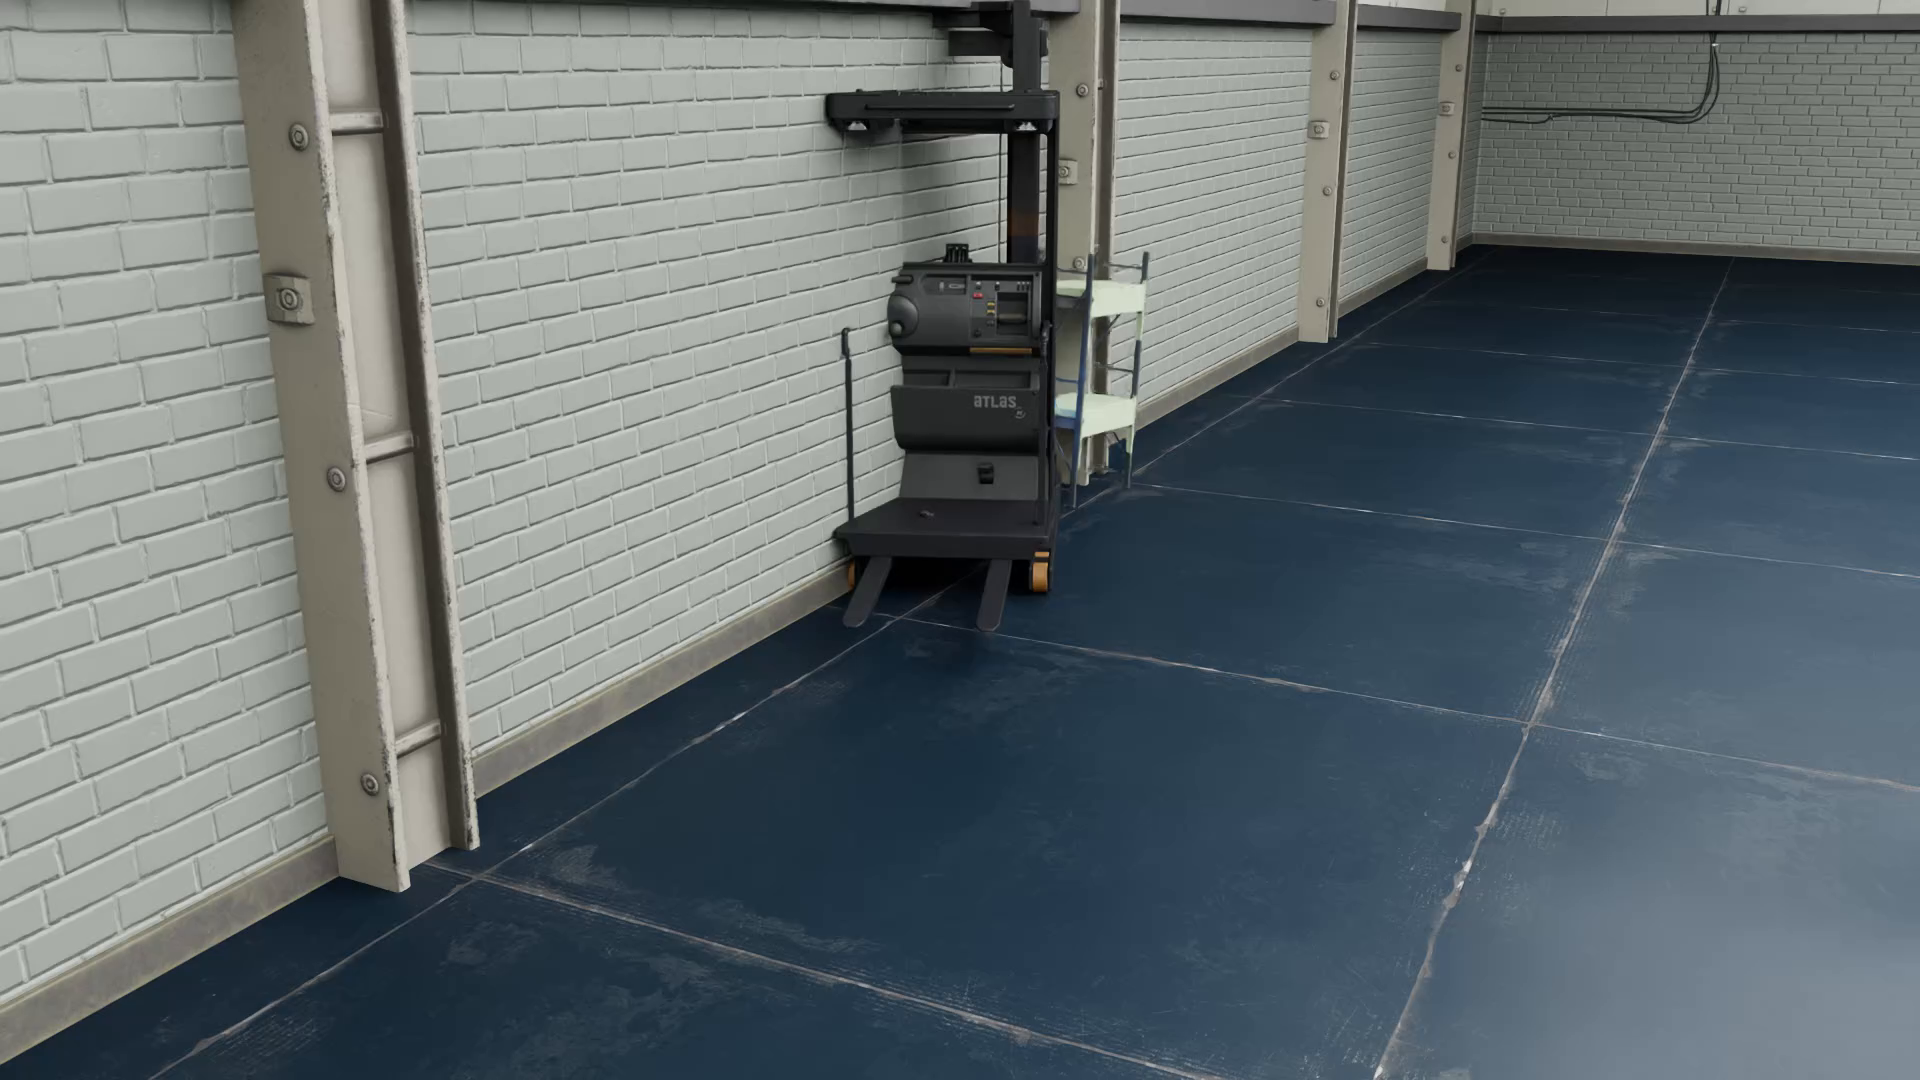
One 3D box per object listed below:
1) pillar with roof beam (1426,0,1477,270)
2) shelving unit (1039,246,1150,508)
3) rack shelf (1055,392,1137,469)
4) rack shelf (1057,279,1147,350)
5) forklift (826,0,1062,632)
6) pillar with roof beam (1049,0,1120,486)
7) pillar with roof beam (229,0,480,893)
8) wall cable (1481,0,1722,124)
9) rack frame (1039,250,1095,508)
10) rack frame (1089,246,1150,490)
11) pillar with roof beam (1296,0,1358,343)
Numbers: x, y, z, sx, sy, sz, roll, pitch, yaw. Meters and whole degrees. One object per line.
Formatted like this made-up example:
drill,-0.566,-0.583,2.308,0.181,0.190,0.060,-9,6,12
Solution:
pillar with roof beam,9.972,-7.242,18.101,9.100,9.000,0.400,8,18,25
shelving unit,0.757,-1.019,10.217,0.431,1.500,0.755,12,16,30
rack shelf,0.738,-0.703,10.296,0.431,0.370,0.720,12,16,30
rack shelf,0.781,-1.397,10.123,0.431,0.370,0.720,12,16,30
forklift,-0.054,-1.227,8.507,1.130,2.935,3.031,1,17,5
pillar with roof beam,4.610,-4.185,7.810,9.100,9.000,0.400,8,18,25
pillar with roof beam,1.929,-2.657,2.665,9.100,9.000,0.400,8,18,25
wall cable,8.620,-6.883,22.347,3.097,2.526,0.112,8,18,25
rack frame,0.564,-0.955,9.913,0.400,1.500,0.023,12,16,30
rack frame,0.951,-1.083,10.521,0.400,1.500,0.023,12,16,30
pillar with roof beam,7.291,-5.713,12.956,9.100,9.000,0.400,8,18,25
